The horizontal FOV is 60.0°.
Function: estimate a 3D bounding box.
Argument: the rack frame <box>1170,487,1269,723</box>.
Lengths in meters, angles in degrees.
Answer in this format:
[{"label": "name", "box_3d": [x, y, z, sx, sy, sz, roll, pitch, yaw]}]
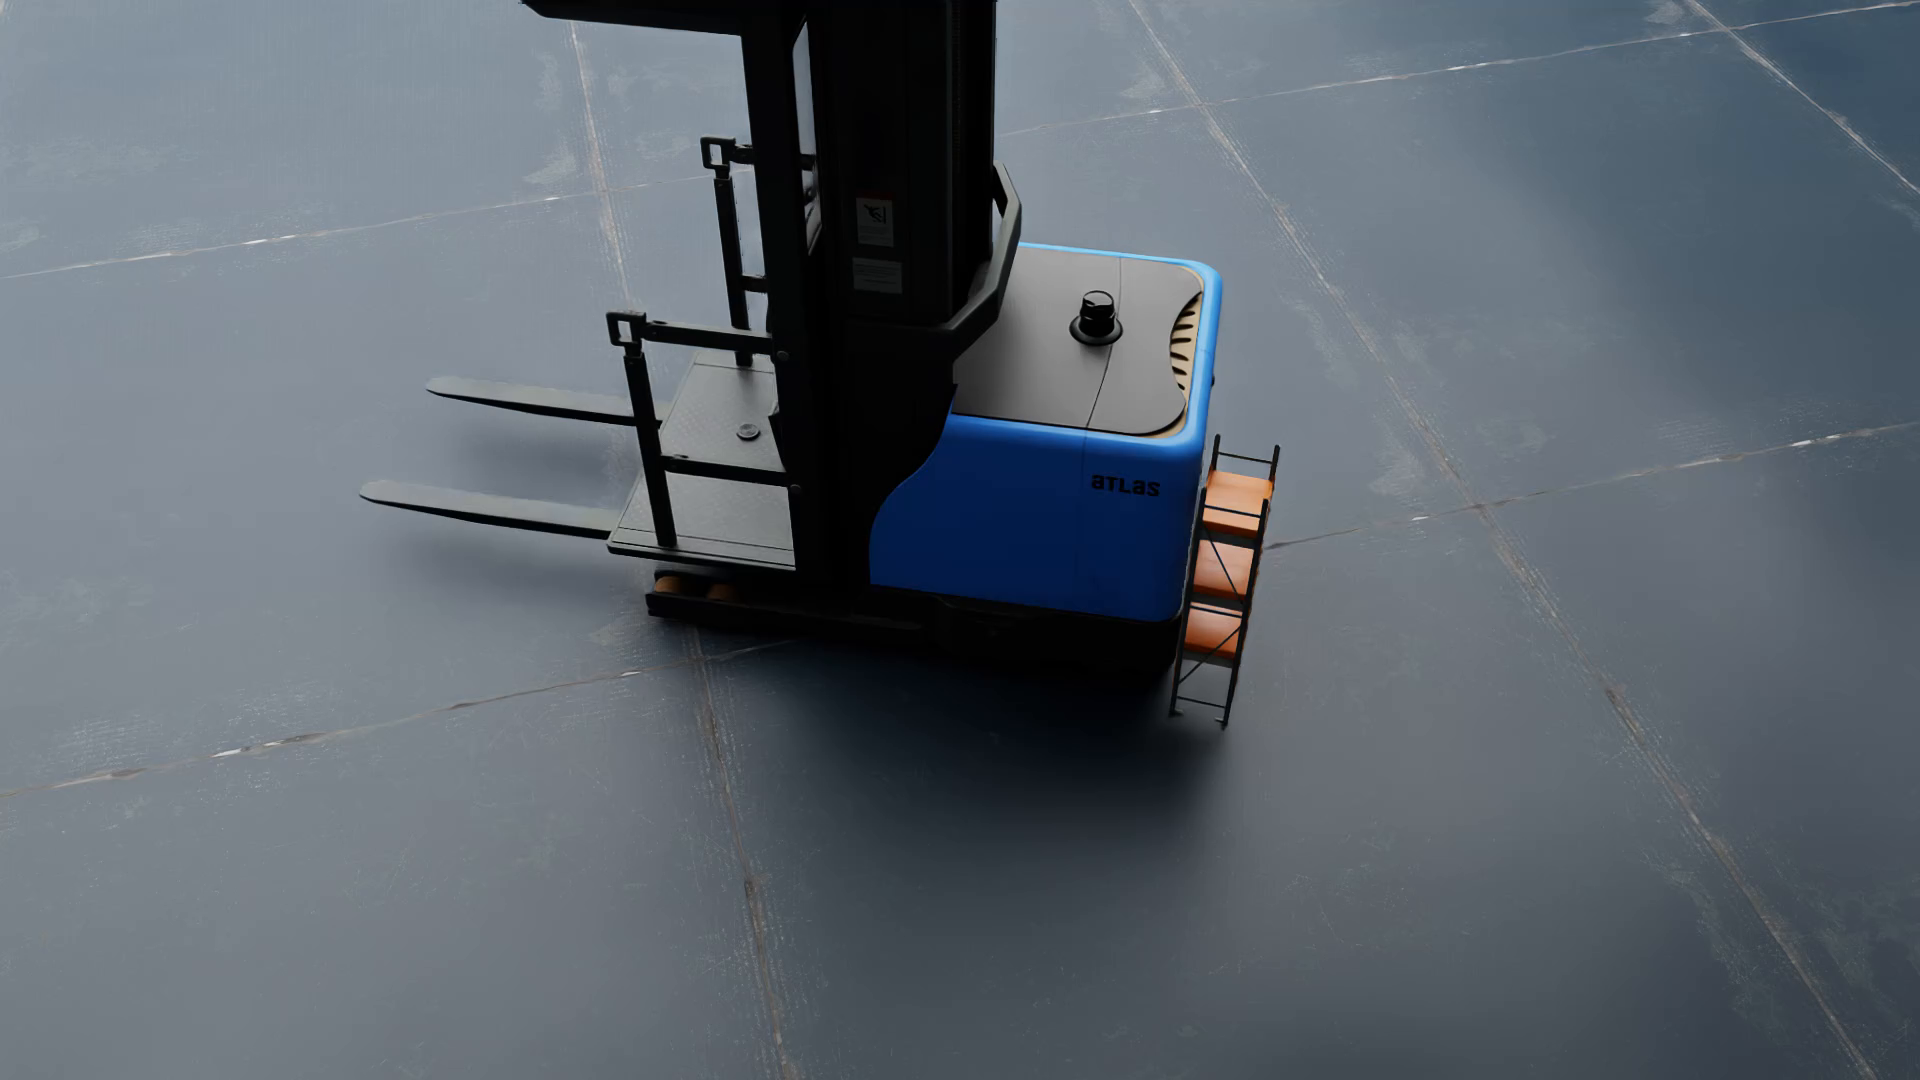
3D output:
[{"label": "rack frame", "box_3d": [0.813, 0.231, 5.289, 0.200, 1.050, 0.008, 11, 47, 11]}]

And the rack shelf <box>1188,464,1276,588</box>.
[{"label": "rack shelf", "box_3d": [0.846, -0.045, 5.176, 0.215, 0.259, 0.240, 11, 47, 11]}]

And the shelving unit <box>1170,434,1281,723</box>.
[{"label": "shelving unit", "box_3d": [0.846, 0.147, 5.371, 0.215, 1.050, 0.252, 11, 47, 11]}]

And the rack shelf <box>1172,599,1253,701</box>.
[{"label": "rack shelf", "box_3d": [0.846, 0.349, 5.577, 0.215, 0.259, 0.240, 11, 47, 11]}]

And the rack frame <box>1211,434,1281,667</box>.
[{"label": "rack frame", "box_3d": [0.879, 0.063, 5.453, 0.200, 1.050, 0.008, 11, 47, 11]}]

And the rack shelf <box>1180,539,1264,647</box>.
[{"label": "rack shelf", "box_3d": [0.846, 0.154, 5.379, 0.215, 0.259, 0.240, 11, 47, 11]}]

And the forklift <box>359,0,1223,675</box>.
[{"label": "forklift", "box_3d": [-0.658, -1.075, 5.251, 3.031, 2.935, 1.130, 7, 46, 7]}]
